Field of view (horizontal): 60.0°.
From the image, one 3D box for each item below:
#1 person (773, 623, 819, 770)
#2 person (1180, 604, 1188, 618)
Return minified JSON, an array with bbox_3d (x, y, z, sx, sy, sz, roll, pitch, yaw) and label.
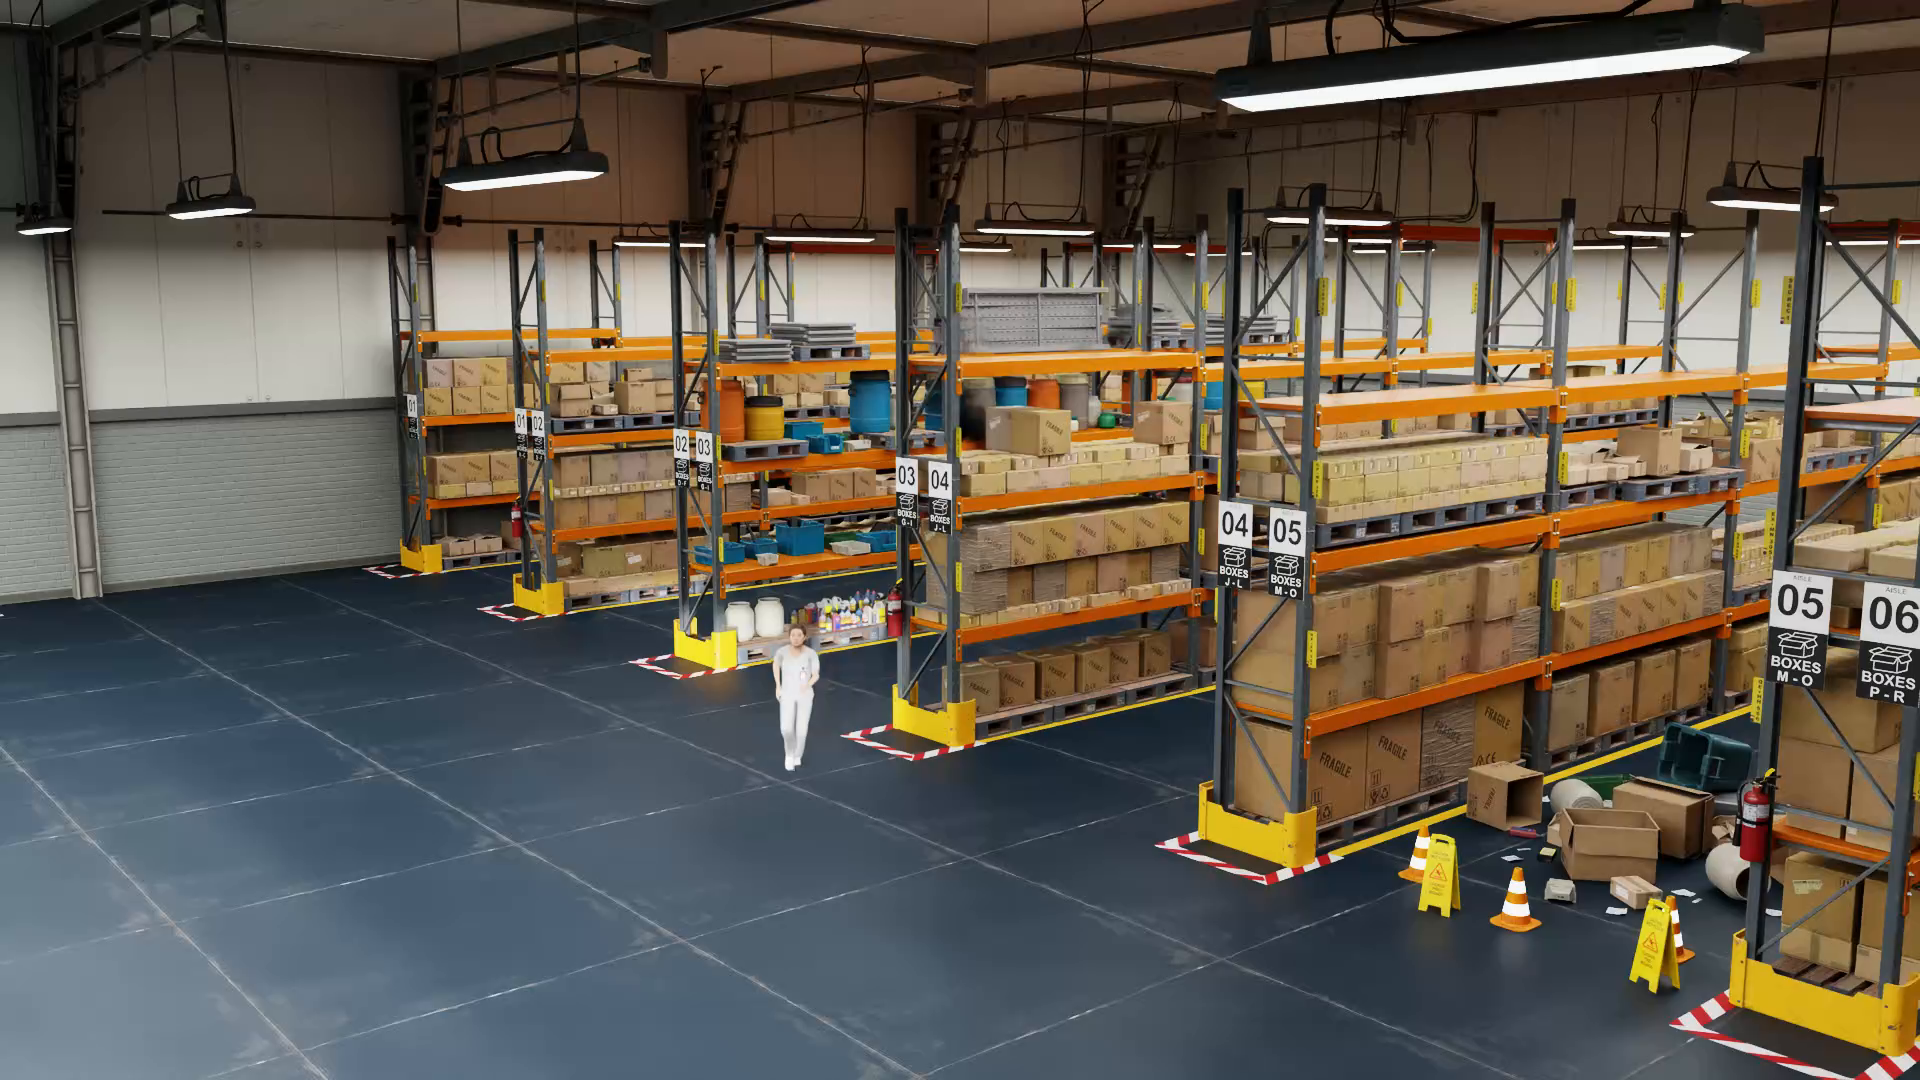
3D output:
[{"bbox_3d":[-1.734,1.657,17.632,0.490,1.600,0.736,-1,9,-6],"label":"person"},{"bbox_3d":[3.367,0.503,24.945,0.642,1.717,0.647,7,11,38],"label":"person"}]
